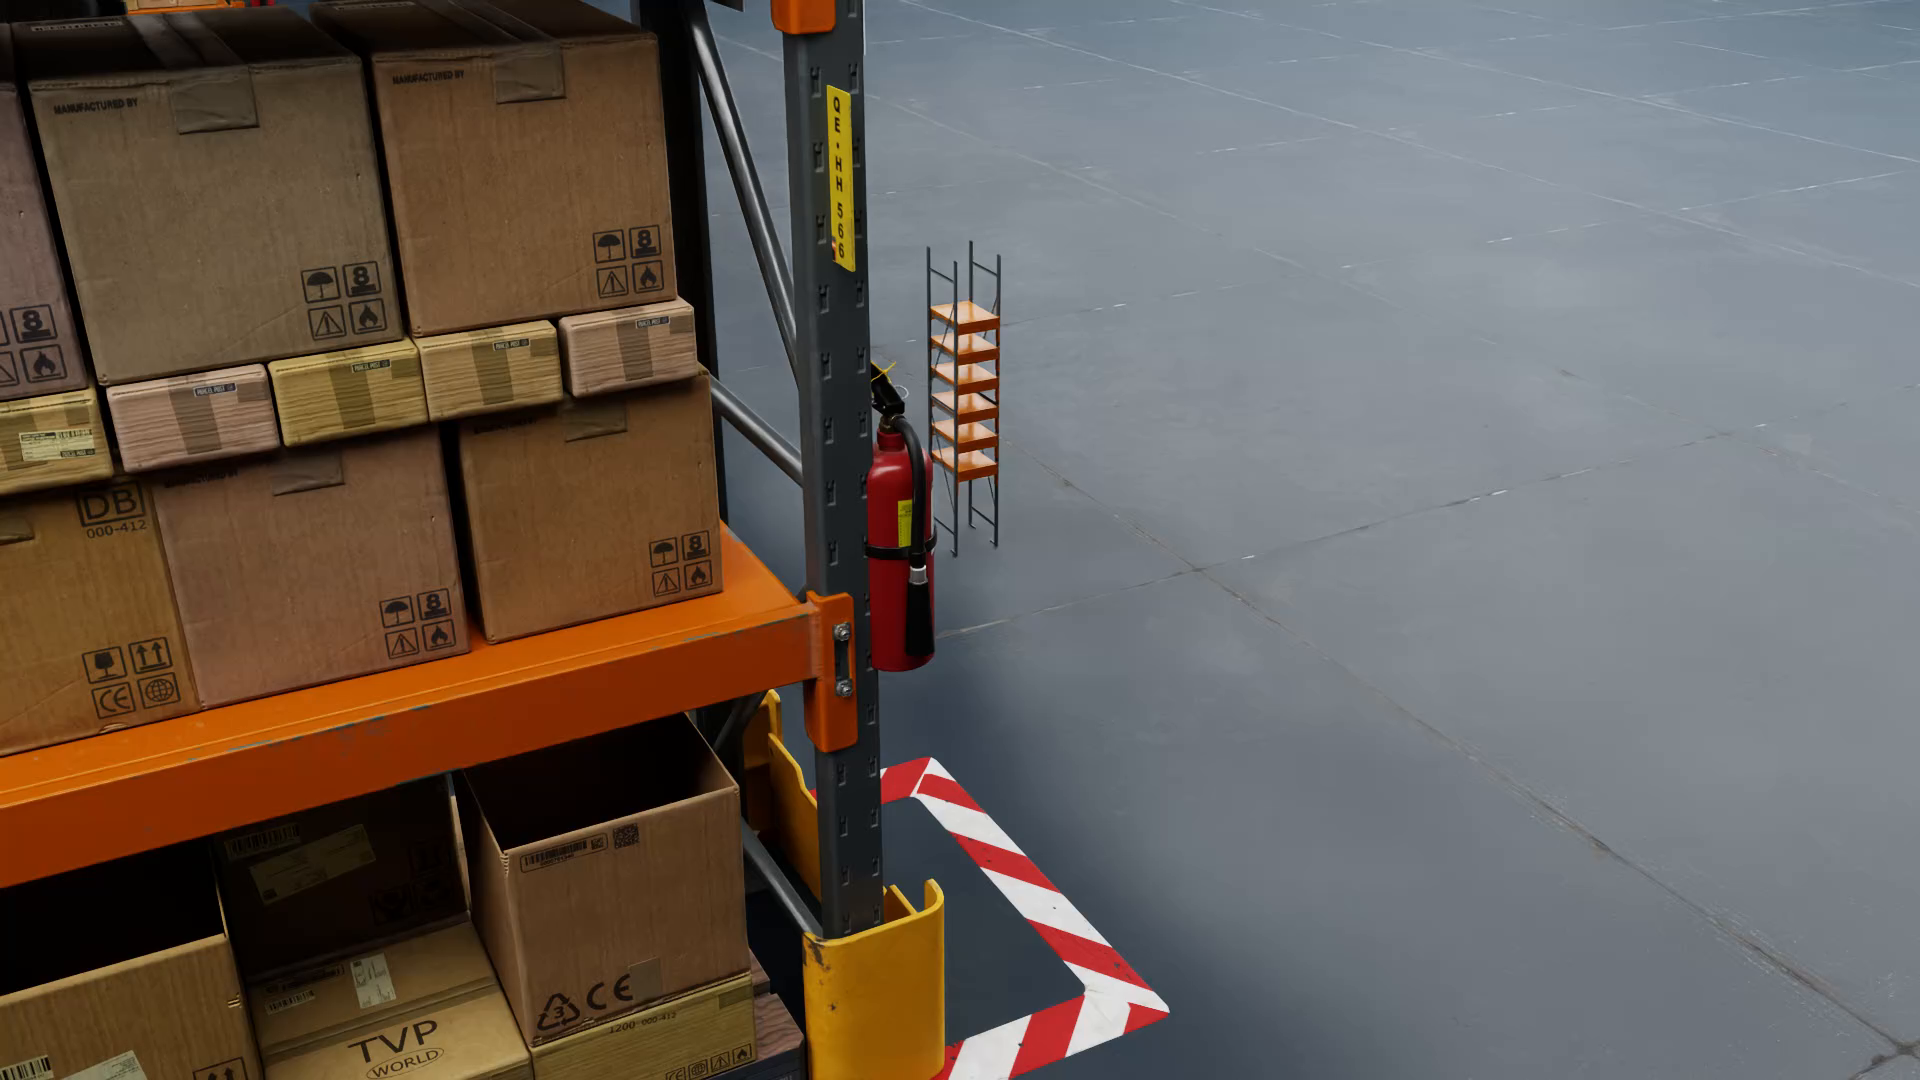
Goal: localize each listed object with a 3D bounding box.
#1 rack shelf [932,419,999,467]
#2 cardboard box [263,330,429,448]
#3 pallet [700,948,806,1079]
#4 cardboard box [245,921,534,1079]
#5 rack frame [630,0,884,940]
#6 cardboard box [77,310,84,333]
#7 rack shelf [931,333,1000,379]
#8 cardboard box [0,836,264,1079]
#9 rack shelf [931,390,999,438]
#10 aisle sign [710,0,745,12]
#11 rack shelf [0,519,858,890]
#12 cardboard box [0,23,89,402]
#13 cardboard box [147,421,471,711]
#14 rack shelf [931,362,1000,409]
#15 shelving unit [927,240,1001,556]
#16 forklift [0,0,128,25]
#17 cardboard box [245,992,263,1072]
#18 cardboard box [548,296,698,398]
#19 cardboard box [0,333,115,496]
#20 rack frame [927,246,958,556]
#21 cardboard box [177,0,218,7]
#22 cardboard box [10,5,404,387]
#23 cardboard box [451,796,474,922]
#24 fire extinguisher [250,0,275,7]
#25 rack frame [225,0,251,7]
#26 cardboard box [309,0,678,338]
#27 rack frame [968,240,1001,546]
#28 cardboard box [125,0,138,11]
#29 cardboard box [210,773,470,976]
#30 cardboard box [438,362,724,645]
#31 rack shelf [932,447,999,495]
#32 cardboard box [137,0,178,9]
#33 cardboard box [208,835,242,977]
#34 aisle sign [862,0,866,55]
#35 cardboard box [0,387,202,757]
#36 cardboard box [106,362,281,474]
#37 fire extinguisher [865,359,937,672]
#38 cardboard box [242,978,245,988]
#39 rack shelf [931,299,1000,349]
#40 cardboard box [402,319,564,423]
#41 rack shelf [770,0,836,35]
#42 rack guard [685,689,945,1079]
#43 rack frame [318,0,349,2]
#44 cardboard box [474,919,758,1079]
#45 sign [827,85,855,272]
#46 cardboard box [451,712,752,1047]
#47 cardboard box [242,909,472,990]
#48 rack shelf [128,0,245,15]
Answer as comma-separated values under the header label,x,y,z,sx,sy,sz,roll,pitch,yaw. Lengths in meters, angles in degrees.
label,x,y,z,sx,sy,sz,roll,pitch,yaw
rack shelf,0.013,-0.396,6.568,0.180,0.103,0.258,-13,29,-25
cardboard box,-1.166,-0.323,3.092,0.250,0.149,0.380,-13,29,-26
pallet,-1.117,1.187,4.035,1.213,0.211,1.003,-13,29,-25
cardboard box,-1.232,1.136,3.609,0.500,0.250,0.500,-13,29,-25
rack frame,-0.462,-0.242,3.789,0.127,3.000,1.000,-13,29,-25
cardboard box,-1.820,-0.371,3.192,0.250,0.149,0.380,-14,29,-27
rack shelf,0.013,-0.720,6.412,0.180,0.103,0.258,-13,29,-25
cardboard box,-1.671,0.902,3.231,0.500,0.500,0.500,-13,29,-25
rack shelf,0.013,-0.504,6.516,0.180,0.103,0.258,-13,29,-25
aisle sign,-0.548,-1.544,3.498,0.004,0.787,0.394,-13,29,-25
rack shelf,-2.227,0.489,3.096,4.000,0.370,1.077,-13,29,-25
cardboard box,-1.833,-0.559,2.834,0.500,0.500,0.700,-13,28,-25
cardboard box,-1.341,-0.088,3.353,0.500,0.500,0.700,-12,28,-24
rack shelf,0.013,-0.612,6.464,0.180,0.103,0.258,-13,29,-25
shelving unit,0.013,-0.544,6.496,0.189,1.200,0.258,-13,29,-25
forklift,-3.260,-0.871,5.178,3.031,2.935,1.130,-9,27,-17
cardboard box,-1.672,1.239,3.395,0.500,0.250,0.500,-13,29,-25
cardboard box,-0.710,-0.429,3.313,0.250,0.149,0.380,-14,29,-26
cardboard box,-1.620,-0.219,2.876,0.250,0.149,0.380,-12,28,-24
rack frame,-0.068,-0.525,6.458,0.006,1.200,0.240,-13,29,-25
cardboard box,-5.275,-3.776,11.440,0.250,0.149,0.380,-13,29,-25
cardboard box,-1.388,-0.662,3.049,0.500,0.500,0.700,-14,29,-26
cardboard box,-1.040,0.832,4.243,0.500,0.250,0.500,-13,29,-25
fire extinguisher,-4.803,-3.839,11.369,0.183,0.674,0.296,-13,29,-25
rack frame,-5.121,-4.026,11.670,0.127,3.000,1.000,-13,29,-25
cardboard box,-0.927,-0.771,3.276,0.500,0.500,0.700,-13,29,-25
rack frame,0.093,-0.562,6.535,0.006,1.200,0.240,-13,29,-25
cardboard box,-5.692,-3.655,11.187,0.250,0.149,0.380,-13,29,-25
cardboard box,-1.480,0.597,3.867,0.500,0.500,0.500,-13,29,-25
cardboard box,-0.880,-0.197,3.579,0.500,0.500,0.700,-13,29,-25
rack shelf,0.013,-0.287,6.620,0.180,0.103,0.258,-13,29,-25
cardboard box,-5.496,-3.725,11.334,0.250,0.149,0.380,-13,29,-25
cardboard box,-1.916,0.704,3.644,0.500,0.500,0.500,-13,29,-25
aisle sign,-0.266,-1.315,3.020,0.004,0.787,0.394,-13,29,-25
cardboard box,-1.782,0.011,3.147,0.500,0.500,0.700,-13,28,-25
cardboard box,-1.389,-0.273,2.987,0.250,0.149,0.380,-13,28,-24
fire extinguisher,-0.139,-0.054,3.486,0.183,0.674,0.296,-13,29,-25
cardboard box,-1.921,1.037,3.816,0.500,0.250,0.500,-13,29,-25
rack shelf,0.013,-0.828,6.360,0.180,0.103,0.258,-13,29,-25
cardboard box,-0.940,-0.375,3.201,0.250,0.149,0.380,-12,28,-24
rack shelf,-2.227,-0.863,2.447,4.000,0.370,1.077,-13,29,-25
rack guard,-0.441,0.880,4.340,0.348,0.500,1.175,-13,29,-25
rack frame,-2.790,-2.135,7.730,0.127,3.000,1.000,-13,29,-25
cardboard box,-0.796,1.030,3.831,0.500,0.250,0.500,-13,29,-25
sign,-0.219,-0.661,3.049,0.005,0.325,0.100,-13,29,-25
cardboard box,-0.795,0.693,3.667,0.500,0.500,0.500,-13,29,-25
cardboard box,-1.480,0.936,4.028,0.500,0.250,0.500,-13,29,-25
rack shelf,-6.885,-3.295,10.978,4.000,0.370,1.077,-13,29,-25
